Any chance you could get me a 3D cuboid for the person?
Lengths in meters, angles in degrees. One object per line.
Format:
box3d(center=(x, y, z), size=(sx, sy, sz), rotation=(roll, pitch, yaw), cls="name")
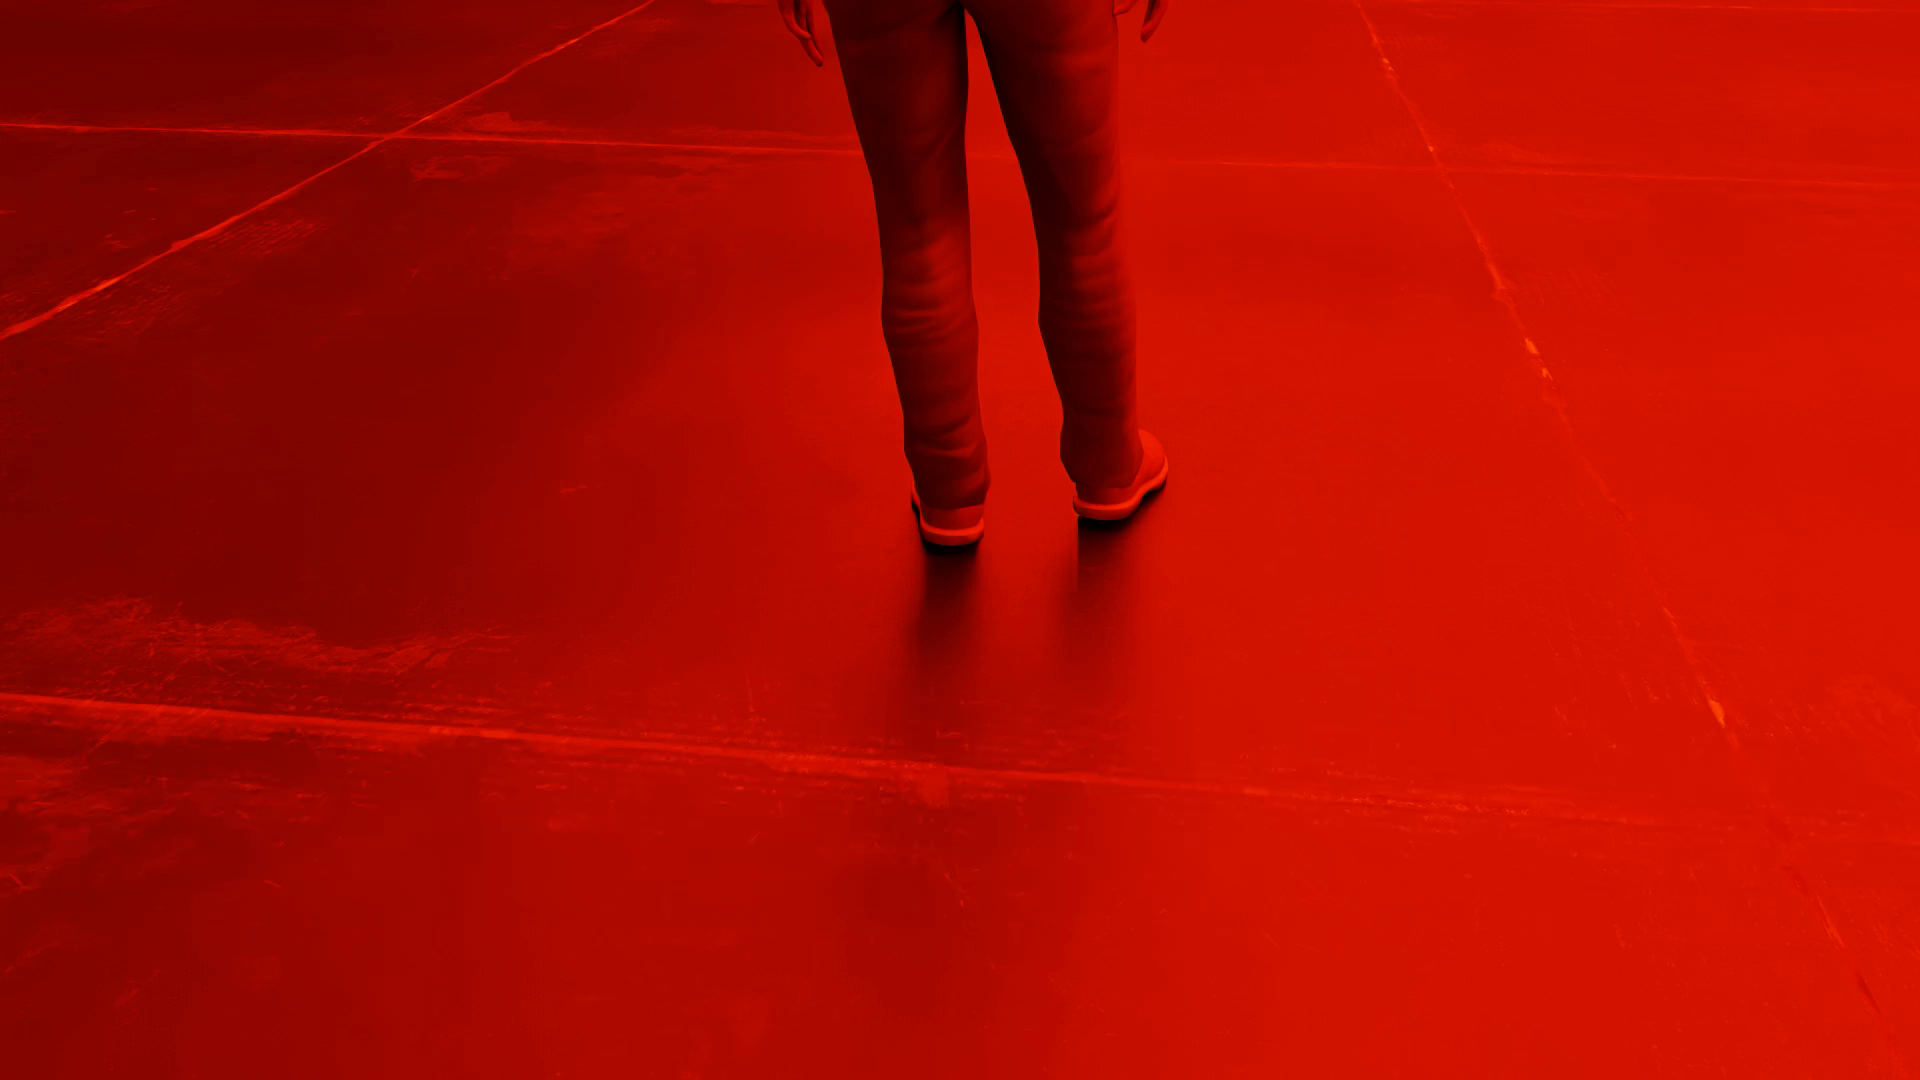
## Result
box3d(center=(0.032, -0.784, 2.203), size=(0.569, 1.654, 0.504), rotation=(3, 27, 7), cls="person")
